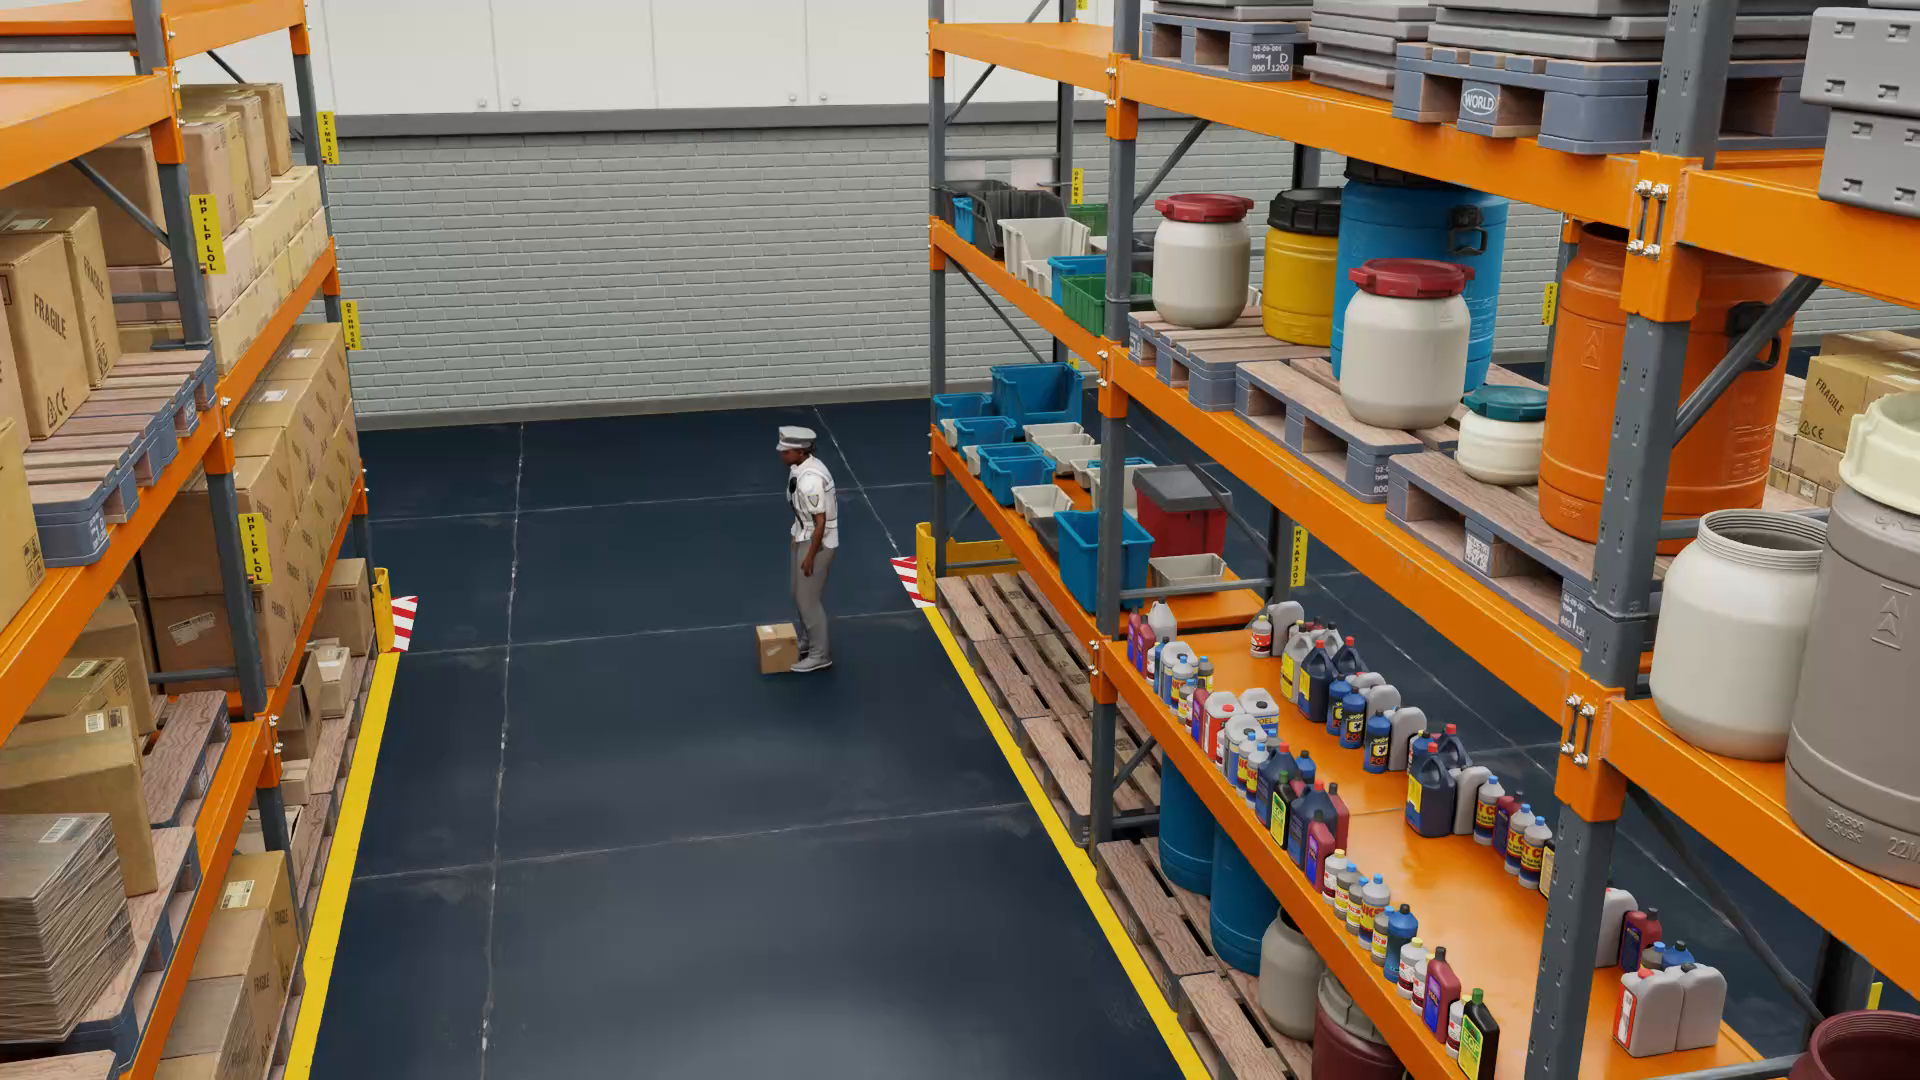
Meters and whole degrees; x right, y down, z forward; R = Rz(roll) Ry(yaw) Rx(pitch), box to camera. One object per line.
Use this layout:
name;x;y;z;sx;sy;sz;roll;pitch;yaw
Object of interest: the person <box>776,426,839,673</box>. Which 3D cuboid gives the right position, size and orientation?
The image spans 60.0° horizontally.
person;-1.007;0.043;11.041;0.388;1.659;0.506;-5;20;-14
